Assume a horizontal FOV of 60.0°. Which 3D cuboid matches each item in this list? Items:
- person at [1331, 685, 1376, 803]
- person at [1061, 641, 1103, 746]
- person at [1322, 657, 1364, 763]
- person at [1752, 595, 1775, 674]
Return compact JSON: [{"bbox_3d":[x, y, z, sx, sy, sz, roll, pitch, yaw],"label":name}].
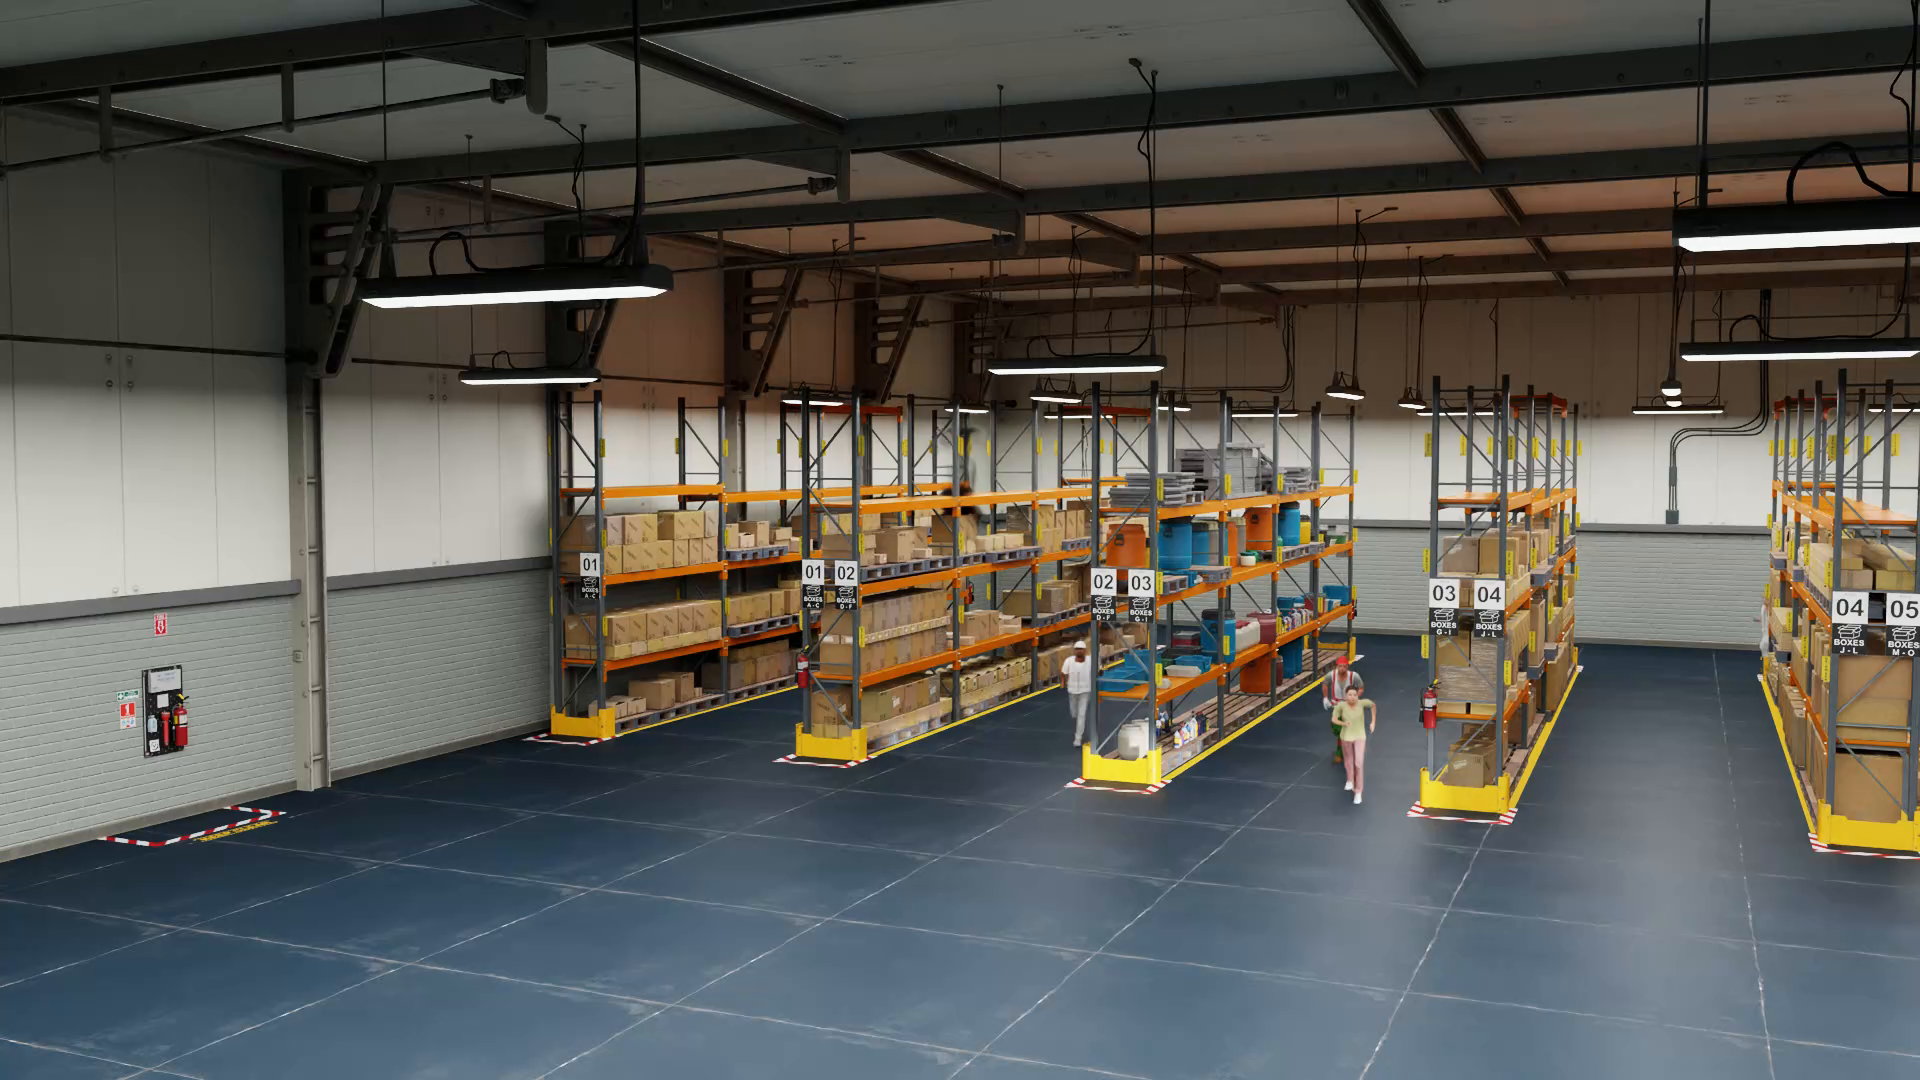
[{"bbox_3d":[5.633,2.888,23.826,0.619,1.698,0.850,1,3,14],"label":"person"},{"bbox_3d":[2.060,2.588,28.288,0.709,1.765,0.824,1,3,15],"label":"person"},{"bbox_3d":[6.135,2.694,26.642,0.654,1.716,0.802,1,3,14],"label":"person"},{"bbox_3d":[18.072,2.080,37.055,0.826,1.800,0.669,-1,3,-11],"label":"person"}]
